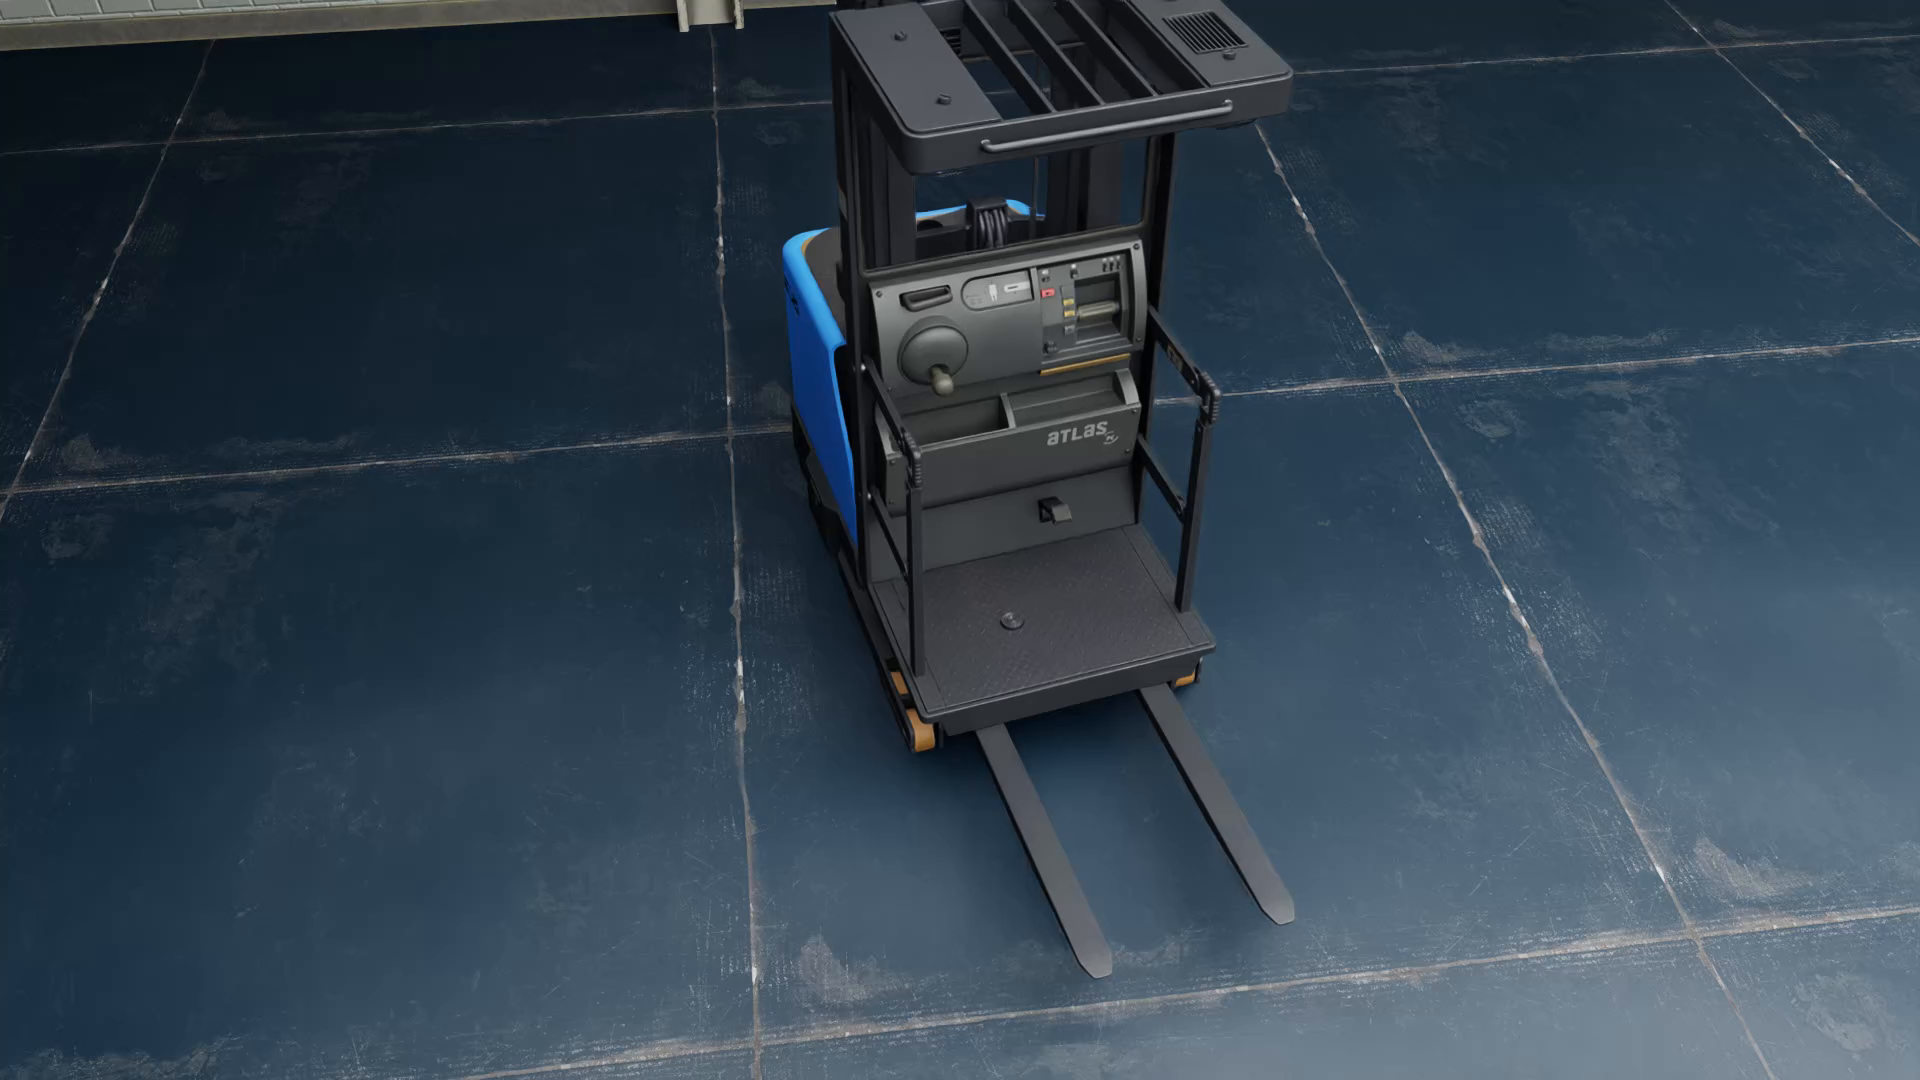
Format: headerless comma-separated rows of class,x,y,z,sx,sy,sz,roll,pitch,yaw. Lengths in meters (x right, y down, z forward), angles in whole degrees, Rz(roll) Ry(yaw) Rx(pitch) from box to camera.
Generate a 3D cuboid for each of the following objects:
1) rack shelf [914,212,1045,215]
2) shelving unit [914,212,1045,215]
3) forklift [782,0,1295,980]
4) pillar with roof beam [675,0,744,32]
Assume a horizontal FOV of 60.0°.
rack shelf,0.112,-1.228,7.260,1.000,0.185,0.538,1,42,1
shelving unit,0.112,-1.361,7.140,1.048,1.500,0.538,1,42,1
forklift,0.239,-0.644,5.275,1.130,2.935,3.031,-13,44,-14
pillar with roof beam,-0.988,-3.721,4.157,0.400,9.000,9.100,-5,42,-6
